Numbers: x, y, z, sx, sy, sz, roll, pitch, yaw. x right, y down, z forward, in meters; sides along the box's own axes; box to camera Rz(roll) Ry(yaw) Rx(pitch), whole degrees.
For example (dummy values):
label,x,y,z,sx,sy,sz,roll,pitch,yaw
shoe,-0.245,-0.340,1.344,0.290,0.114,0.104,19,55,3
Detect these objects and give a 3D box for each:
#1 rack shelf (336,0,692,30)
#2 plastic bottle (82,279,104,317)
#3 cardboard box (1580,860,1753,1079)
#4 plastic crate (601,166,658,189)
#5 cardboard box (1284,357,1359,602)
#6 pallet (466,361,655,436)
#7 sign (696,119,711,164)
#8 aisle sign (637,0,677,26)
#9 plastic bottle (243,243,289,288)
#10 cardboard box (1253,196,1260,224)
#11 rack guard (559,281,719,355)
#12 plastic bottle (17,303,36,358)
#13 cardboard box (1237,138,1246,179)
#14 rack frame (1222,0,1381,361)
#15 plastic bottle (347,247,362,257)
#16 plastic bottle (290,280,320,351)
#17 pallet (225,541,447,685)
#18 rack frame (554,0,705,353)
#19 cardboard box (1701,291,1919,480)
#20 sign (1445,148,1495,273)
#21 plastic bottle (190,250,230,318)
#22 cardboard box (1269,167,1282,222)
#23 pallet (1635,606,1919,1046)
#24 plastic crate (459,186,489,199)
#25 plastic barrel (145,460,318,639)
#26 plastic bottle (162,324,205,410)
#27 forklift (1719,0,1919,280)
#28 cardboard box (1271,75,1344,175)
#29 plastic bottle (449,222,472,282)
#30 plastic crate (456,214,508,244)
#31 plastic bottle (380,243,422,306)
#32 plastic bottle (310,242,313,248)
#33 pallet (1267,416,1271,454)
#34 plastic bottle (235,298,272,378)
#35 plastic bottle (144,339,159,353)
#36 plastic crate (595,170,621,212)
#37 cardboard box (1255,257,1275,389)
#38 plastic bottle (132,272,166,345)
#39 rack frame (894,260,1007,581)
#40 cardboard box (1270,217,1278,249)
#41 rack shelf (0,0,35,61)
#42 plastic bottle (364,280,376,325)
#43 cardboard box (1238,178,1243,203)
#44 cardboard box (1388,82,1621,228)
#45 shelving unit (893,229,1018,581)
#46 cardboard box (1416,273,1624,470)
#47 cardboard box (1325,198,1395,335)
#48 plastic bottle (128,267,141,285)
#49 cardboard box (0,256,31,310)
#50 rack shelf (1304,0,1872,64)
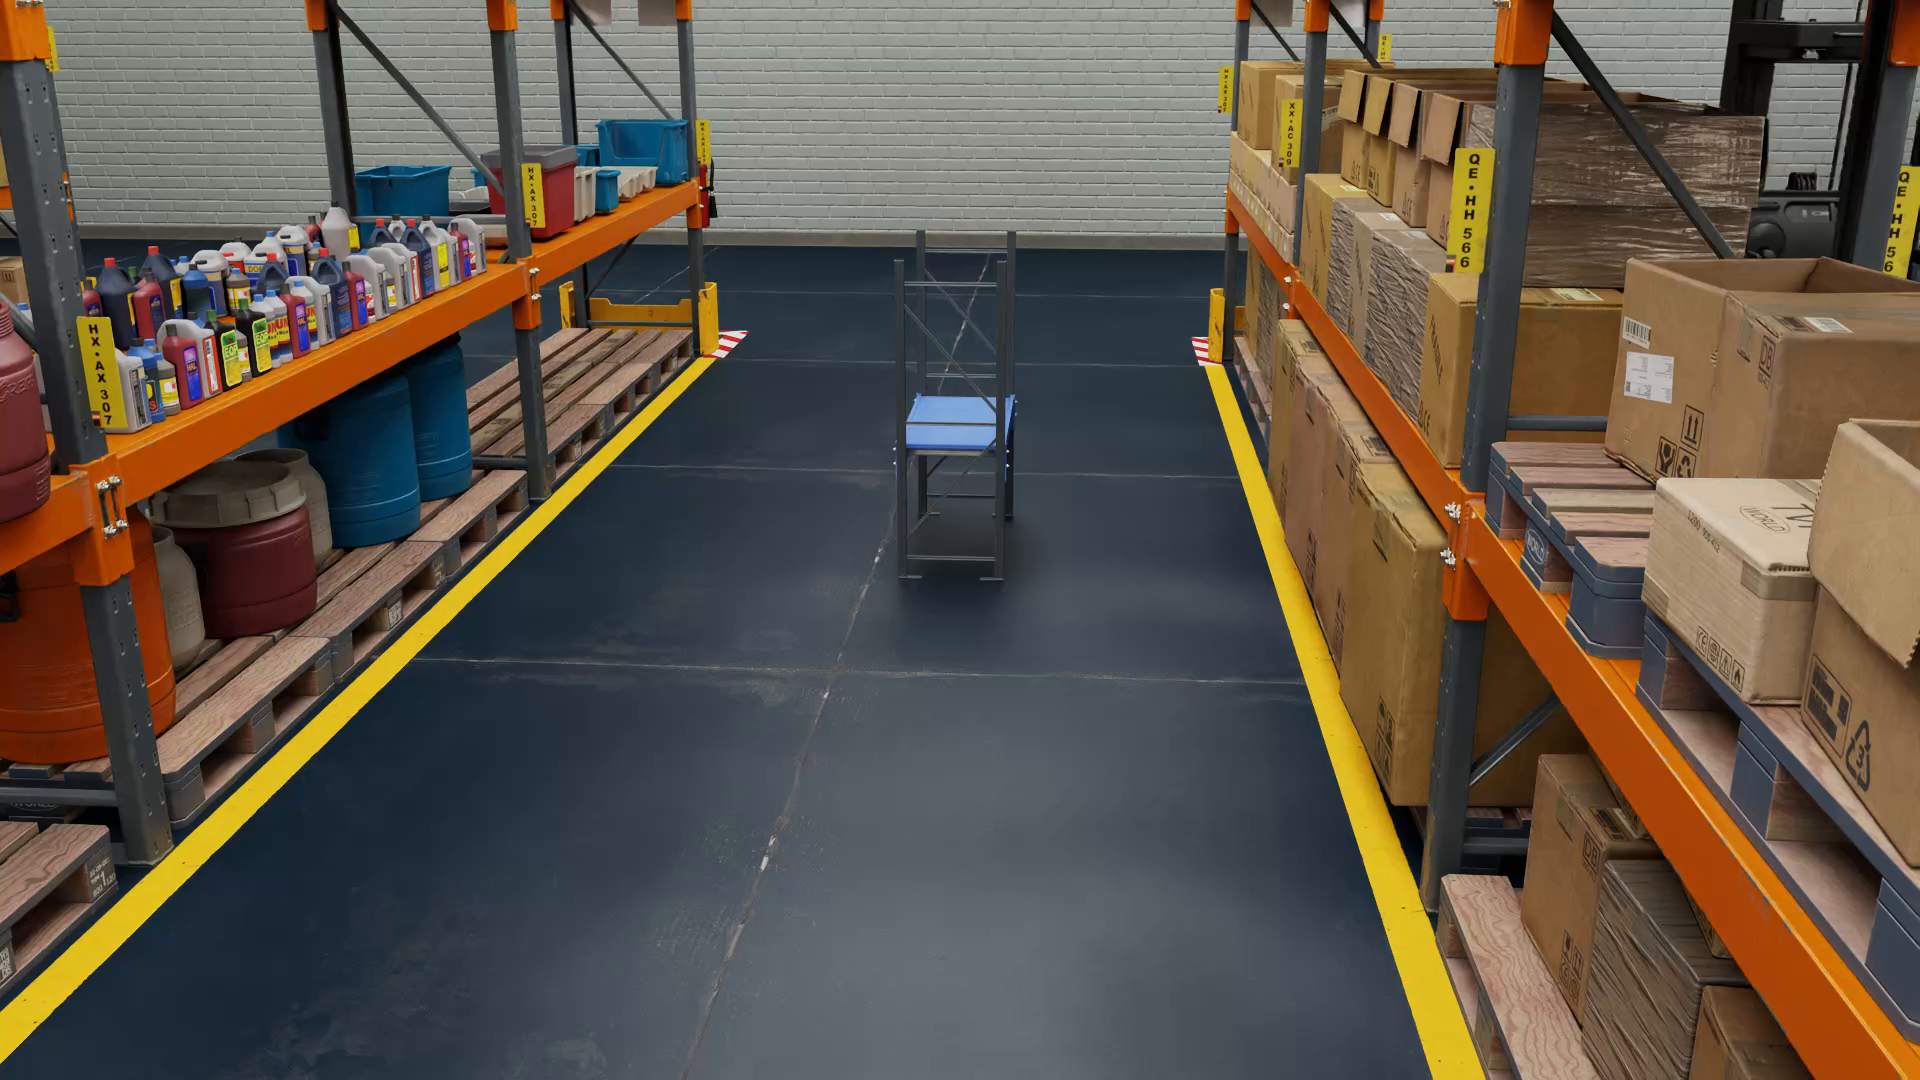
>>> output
label,x,y,z,sx,sy,sz,roll,pitch,yaw
rack shelf,-2.609,-3.364,10.212,1.077,0.370,4.000,1,18,4
plastic bottle,-3.353,-0.852,6.394,0.061,0.283,0.133,1,18,4
cardboard box,1.846,1.053,3.700,0.700,0.500,0.500,0,18,-1
plastic crate,-2.343,-2.548,11.709,0.396,0.136,0.243,1,18,4
cardboard box,2.099,-0.262,7.144,1.225,0.875,0.875,1,18,2
pallet,-2.653,-0.944,10.964,1.003,0.211,1.213,1,18,4
sign,-1.915,-2.972,12.415,0.100,0.325,0.005,1,18,4
aisle sign,-2.168,-4.153,12.106,0.394,0.787,0.004,1,18,4
plastic bottle,-3.080,-1.175,7.389,0.152,0.276,0.135,1,18,4
cardboard box,1.994,-2.010,10.143,0.380,0.149,0.250,2,18,5
rack guard,-2.476,-1.722,12.875,1.175,0.500,0.348,1,18,4
plastic bottle,-3.364,-0.719,6.008,0.097,0.271,0.097,0,18,0
cardboard box,2.141,-2.557,11.172,0.500,0.250,0.500,1,18,3
rack frame,2.475,-2.791,12.125,1.000,3.000,0.127,1,18,4
plastic bottle,-2.656,-1.154,7.334,0.097,0.271,0.097,0,18,0
plastic bottle,-2.567,-0.878,6.490,0.097,0.271,0.097,0,18,0
pallet,-2.934,0.284,7.217,1.003,0.211,1.213,1,18,4
rack frame,-2.465,-2.902,12.462,1.000,3.000,0.127,1,18,4
cardboard box,1.962,-0.210,3.411,0.700,0.500,0.500,4,19,12
sign,1.348,-0.868,4.397,0.100,0.325,0.005,1,18,4
plastic bottle,-3.248,-1.106,7.180,0.152,0.276,0.135,1,18,4
cardboard box,1.993,-1.923,9.238,0.500,0.250,0.500,2,18,6
pallet,1.800,0.400,2.693,1.003,0.211,1.213,1,18,4
plastic crate,-2.927,-2.110,10.374,0.293,0.136,0.466,1,18,4
plastic barrel,-2.940,0.026,6.725,0.600,0.588,0.708,1,18,4
plastic bottle,-2.616,-0.590,5.594,0.061,0.283,0.133,1,18,4
forklift,4.599,-1.650,8.751,1.130,2.935,3.031,1,18,3
cardboard box,1.995,-2.280,9.122,0.500,0.500,0.500,1,18,4
plastic bottle,-2.429,-1.402,8.071,0.061,0.283,0.133,1,18,4
plastic crate,-2.576,-1.704,9.134,0.396,0.136,0.243,1,18,4
plastic bottle,-2.520,-1.201,7.470,0.152,0.276,0.135,1,18,4
plastic bottle,-3.203,-1.383,8.146,0.097,0.201,0.097,0,18,0
pallet,2.321,-0.458,9.483,1.003,0.211,1.213,1,18,4
plastic bottle,-2.580,-0.745,6.067,0.061,0.283,0.133,1,18,4
plastic bottle,-2.778,-0.591,5.728,0.097,0.201,0.097,0,18,0
plastic crate,-2.357,-2.207,10.515,0.416,0.233,0.300,1,18,4
cardboard box,2.444,-1.498,10.916,0.875,0.875,0.875,1,18,4
plastic bottle,-3.196,-0.906,6.559,0.061,0.283,0.133,1,18,4
rack frame,-0.043,-0.528,7.627,0.500,1.500,0.032,1,18,4
cardboard box,1.920,-1.691,9.171,0.380,0.149,0.250,1,18,3
rack shelf,-3.182,-0.880,2.629,1.077,0.370,4.000,1,18,4
plastic bottle,-2.527,-1.015,7.023,0.097,0.201,0.097,0,18,0
cardboard box,2.068,-2.329,11.117,0.380,0.149,0.250,1,18,3
cardboard box,2.061,-1.469,6.316,0.797,0.503,0.637,2,18,6
shelving unit,-0.006,-0.686,8.109,0.538,1.500,1.048,1,18,4
cardboard box,1.690,-0.513,5.011,0.500,0.500,0.500,2,18,6
cardboard box,1.834,-1.148,6.948,0.500,0.500,0.500,1,18,3
plastic bottle,-3.331,-0.951,6.695,0.061,0.283,0.133,1,18,4
cardboard box,-7.199,-1.861,12.592,0.500,0.500,0.500,1,18,4
rack shelf,2.045,-2.012,6.083,1.077,0.370,4.000,1,18,4
